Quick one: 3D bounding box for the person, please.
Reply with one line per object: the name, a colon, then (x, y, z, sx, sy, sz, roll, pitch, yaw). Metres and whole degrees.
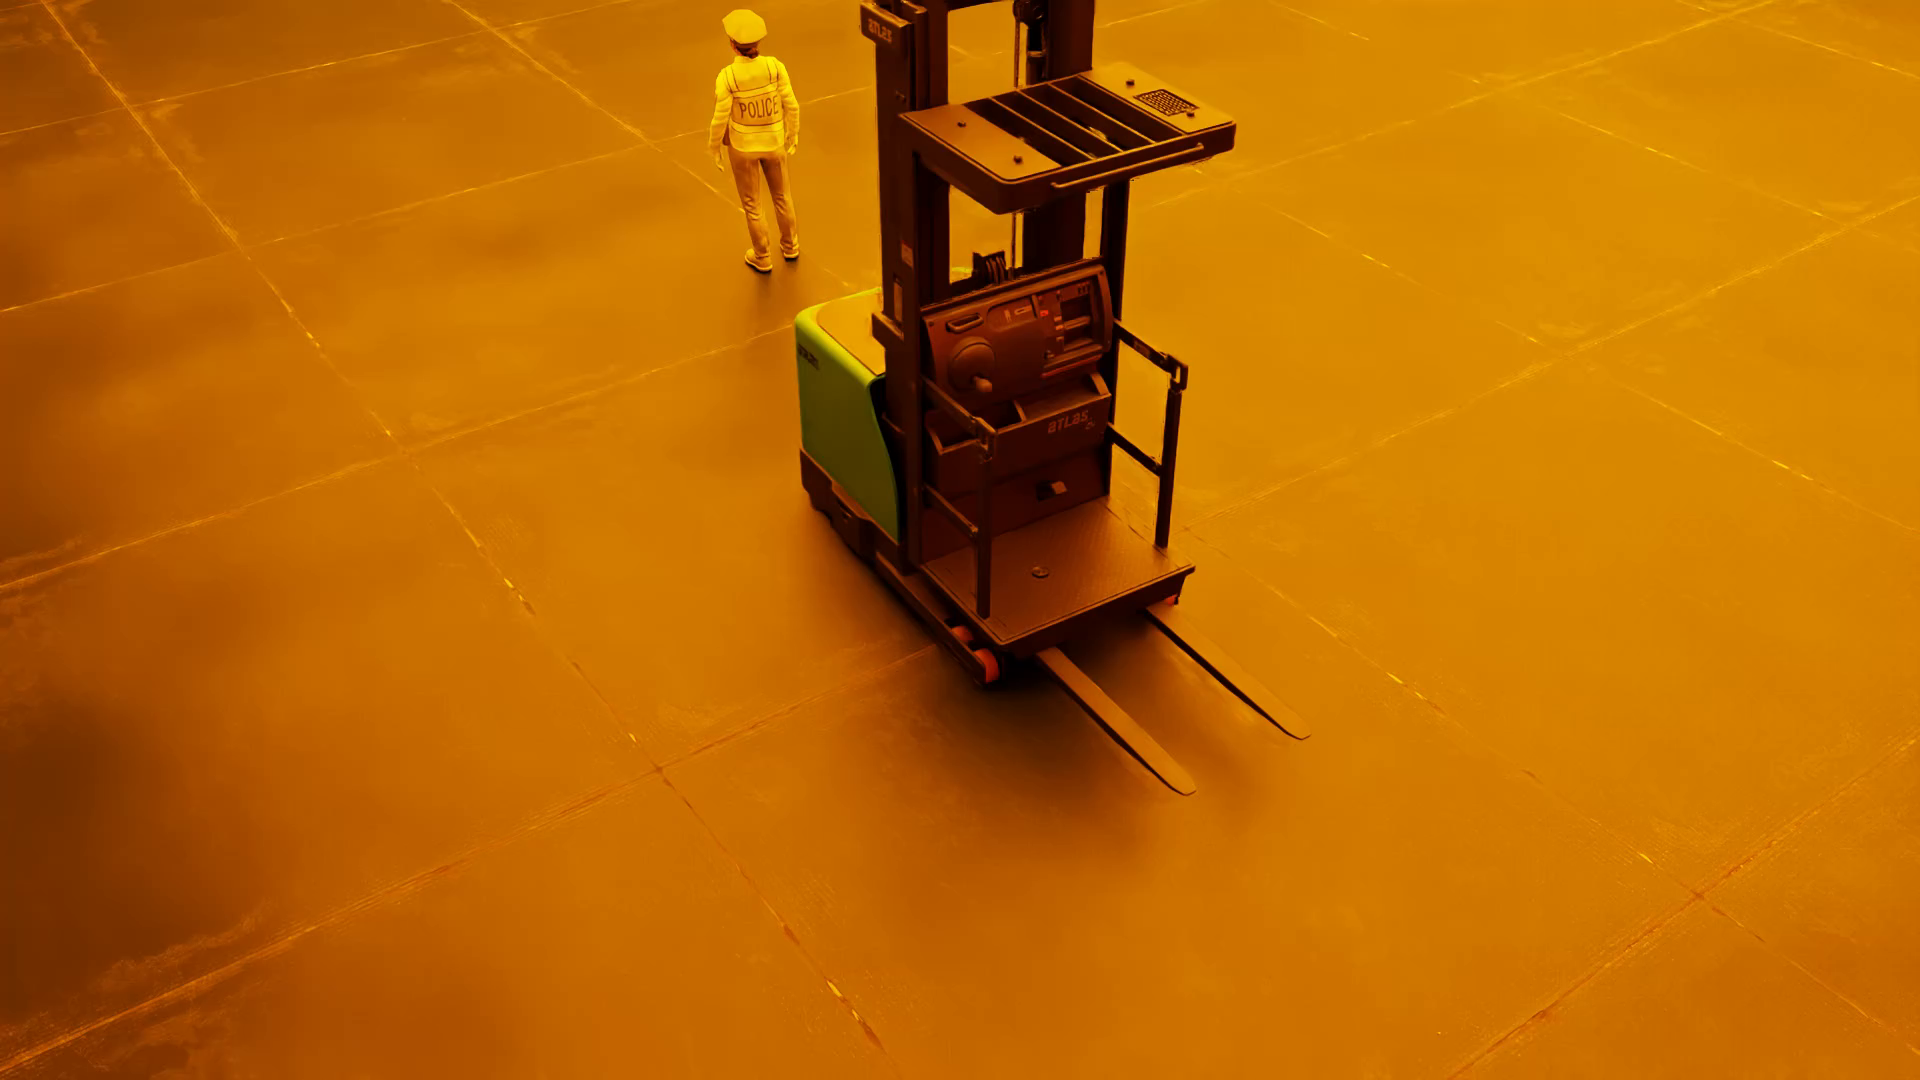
person: (-1.281, -2.475, 10.320, 0.586, 1.694, 0.532, -13, 38, -17)

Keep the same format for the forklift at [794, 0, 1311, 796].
forklift: (0.380, -0.844, 7.086, 1.130, 2.935, 3.031, -20, 41, -25)
